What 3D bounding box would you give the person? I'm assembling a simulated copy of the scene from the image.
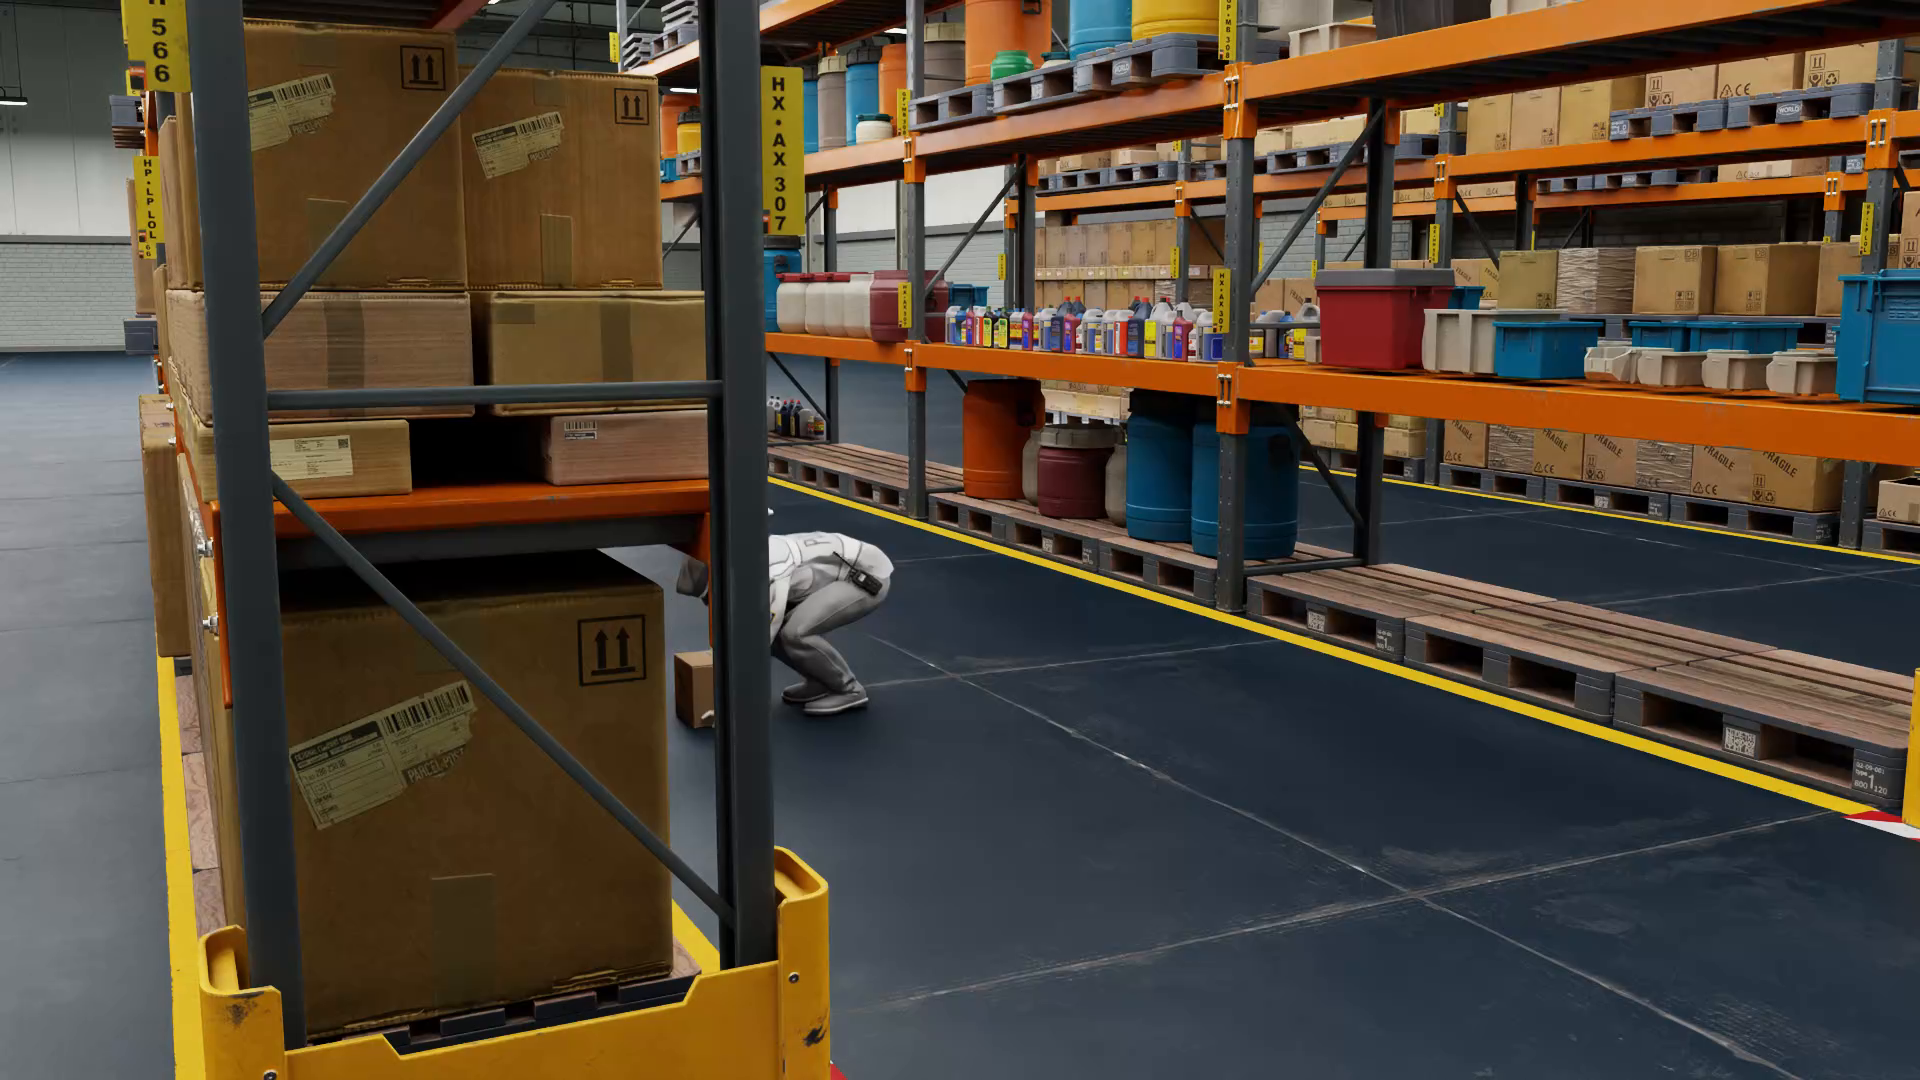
[{"bbox_3d":[-0.711,0.336,6.754,0.915,0.760,0.458,-5,10,-27],"label":"person"}]
